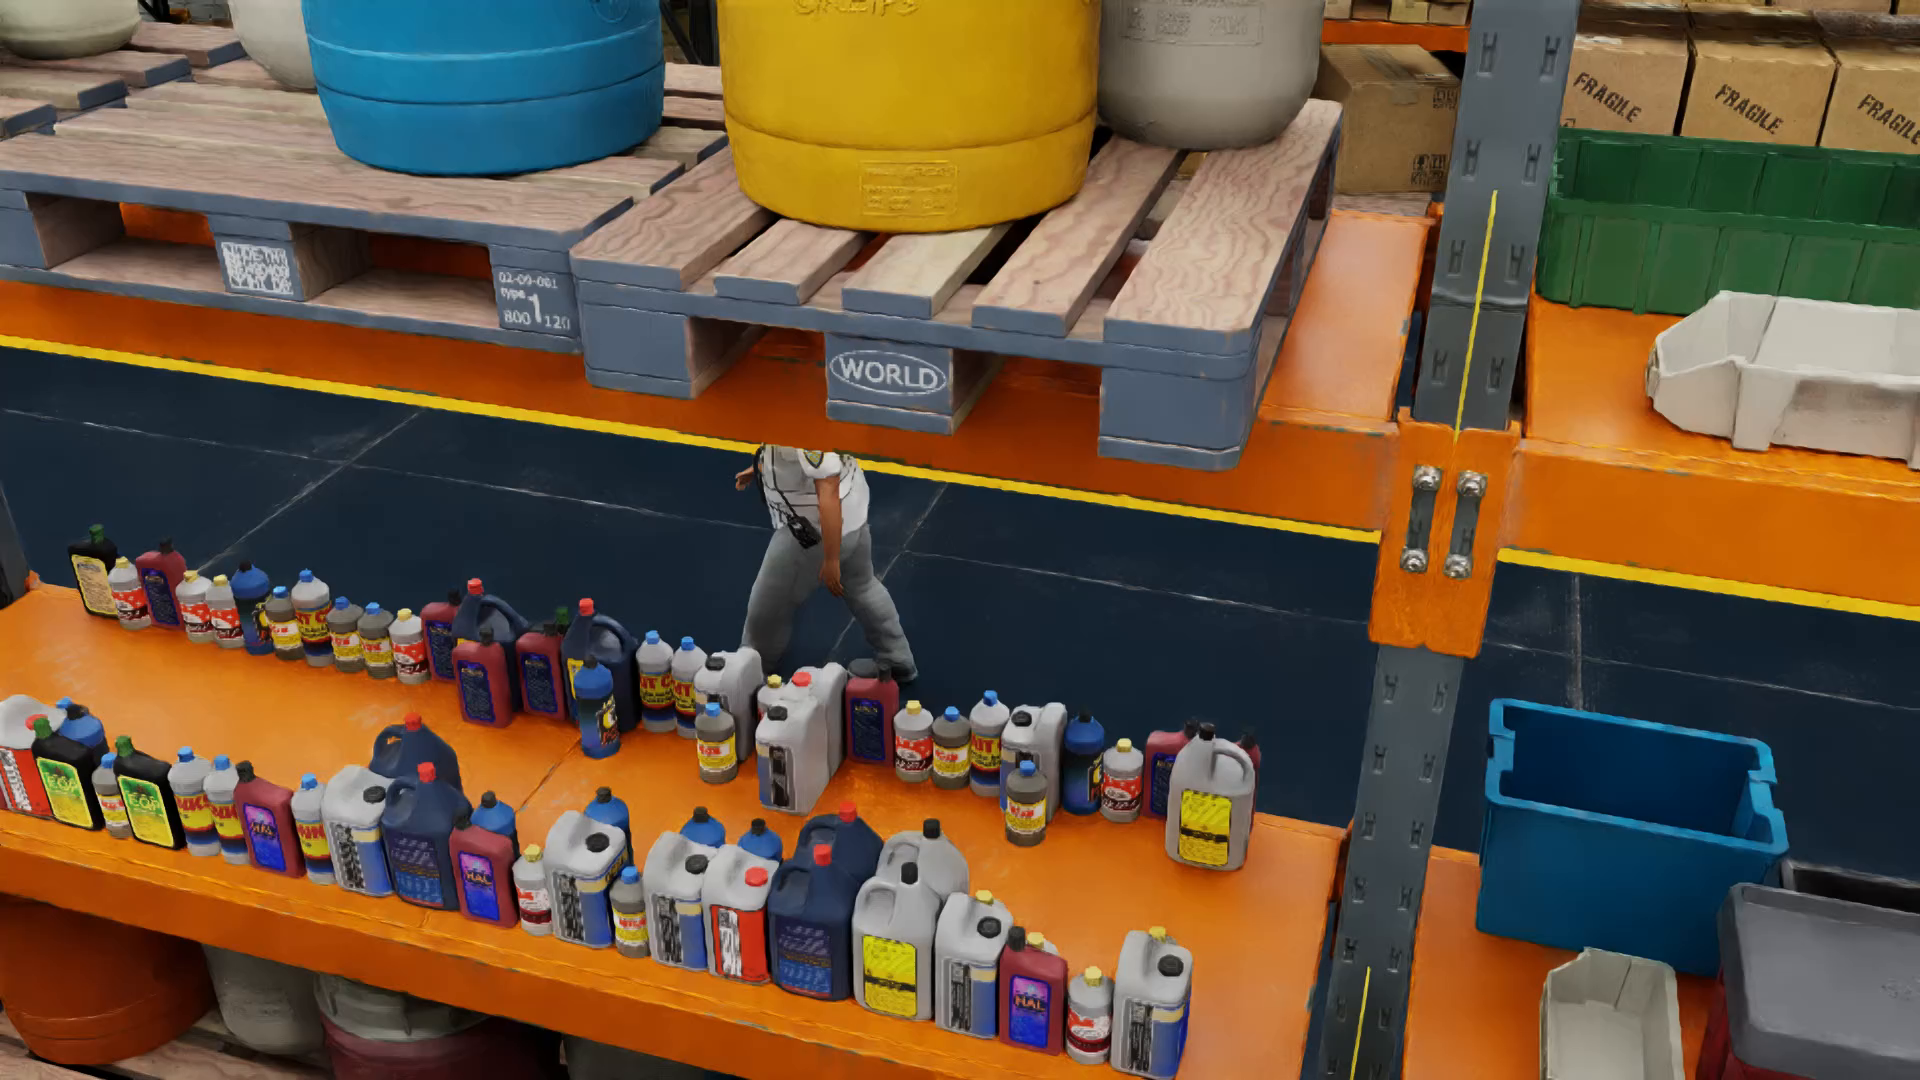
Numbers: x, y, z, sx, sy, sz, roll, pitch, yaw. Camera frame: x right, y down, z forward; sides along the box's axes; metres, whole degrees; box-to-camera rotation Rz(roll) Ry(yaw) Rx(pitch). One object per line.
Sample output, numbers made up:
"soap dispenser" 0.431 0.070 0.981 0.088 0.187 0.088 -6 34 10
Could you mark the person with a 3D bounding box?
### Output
"person" -0.631 -0.076 6.266 0.909 1.628 0.655 2 29 3
